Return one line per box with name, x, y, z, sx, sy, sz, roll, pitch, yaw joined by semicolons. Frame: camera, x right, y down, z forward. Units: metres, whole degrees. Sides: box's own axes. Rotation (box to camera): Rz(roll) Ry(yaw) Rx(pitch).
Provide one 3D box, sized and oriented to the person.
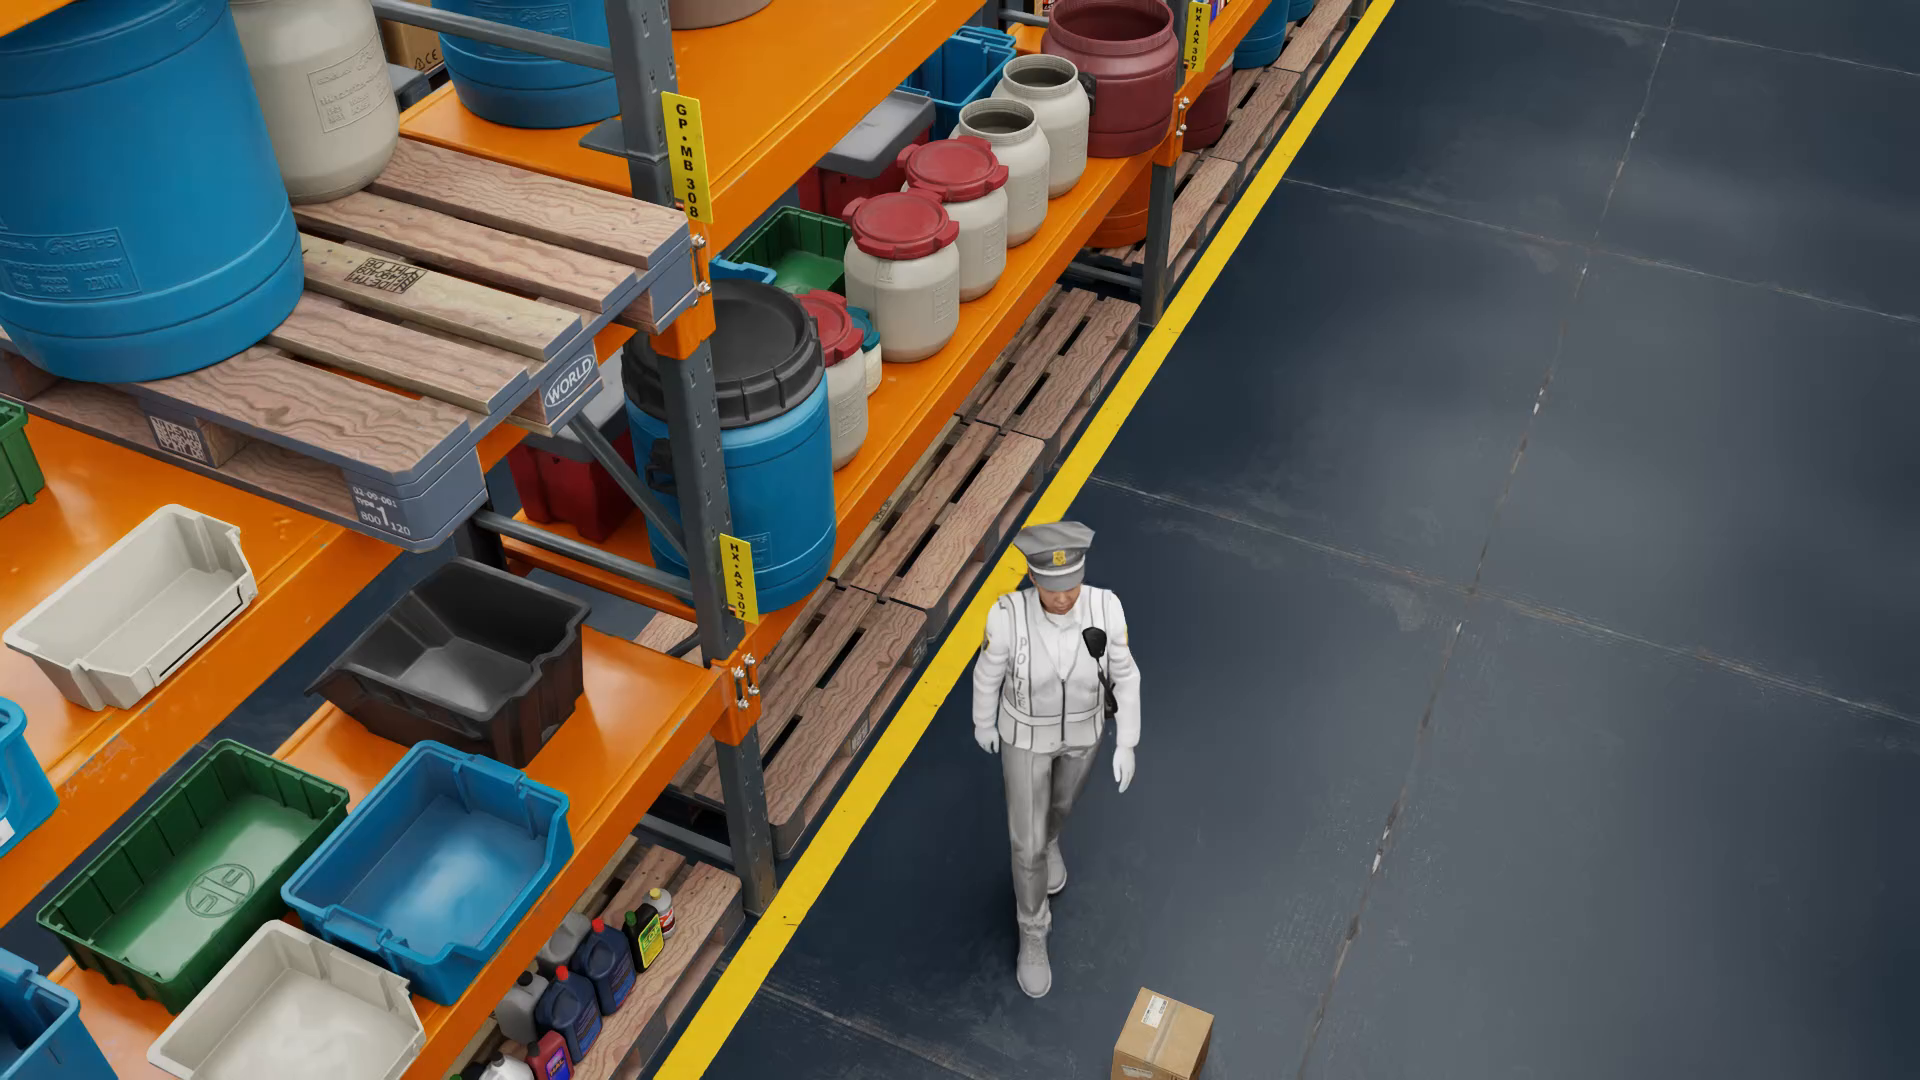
person;0.342;0.701;5.371;0.521;1.706;0.660;-9;43;-10
